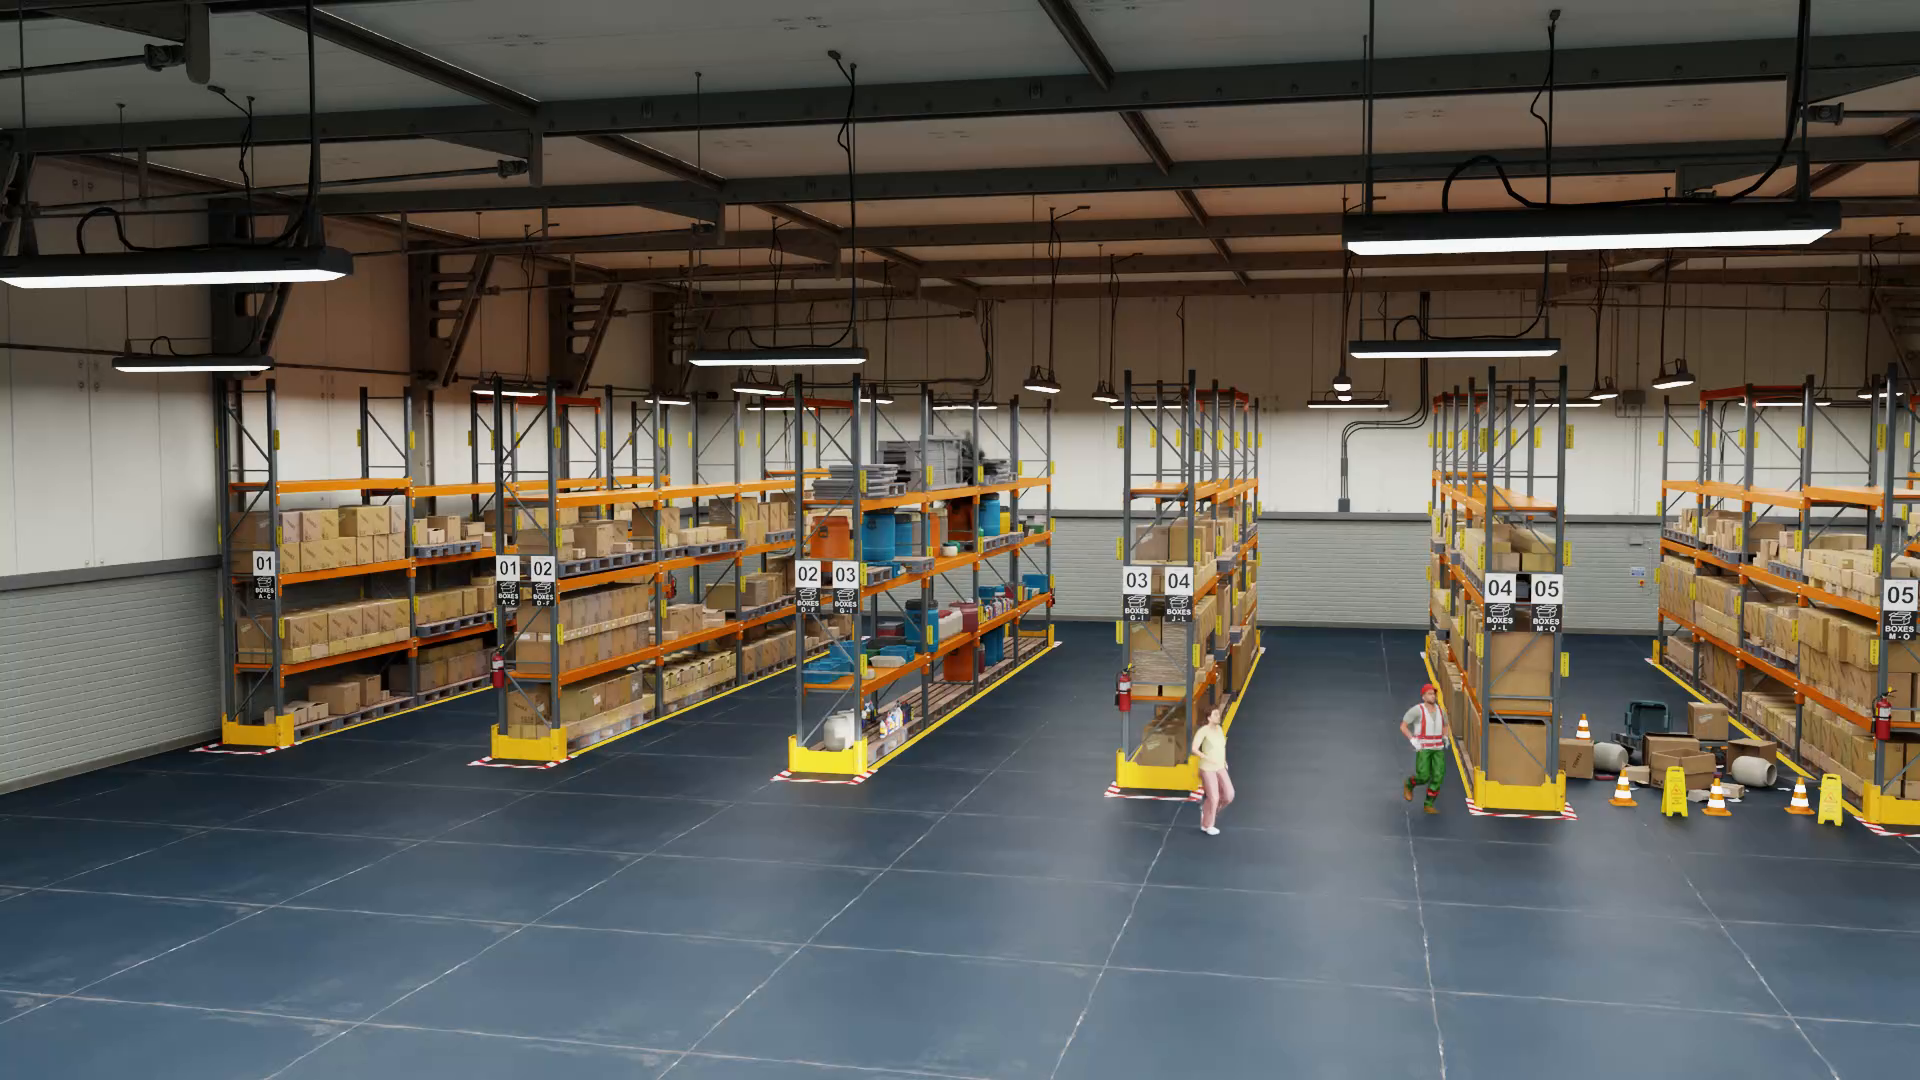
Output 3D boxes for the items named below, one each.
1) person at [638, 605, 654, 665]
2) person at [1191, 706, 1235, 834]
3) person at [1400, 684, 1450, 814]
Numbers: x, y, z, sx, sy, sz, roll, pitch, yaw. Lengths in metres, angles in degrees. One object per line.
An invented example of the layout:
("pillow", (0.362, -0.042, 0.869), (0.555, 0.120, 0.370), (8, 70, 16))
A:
("person", (-6.411, 2.135, 34.194), (0.576, 1.664, 0.565), (1, 3, 9))
("person", (3.199, 2.921, 21.127), (0.598, 1.625, 0.534), (-2, 4, -35))
("person", (6.290, 2.796, 22.389), (0.711, 1.720, 0.592), (-1, 4, -17))
